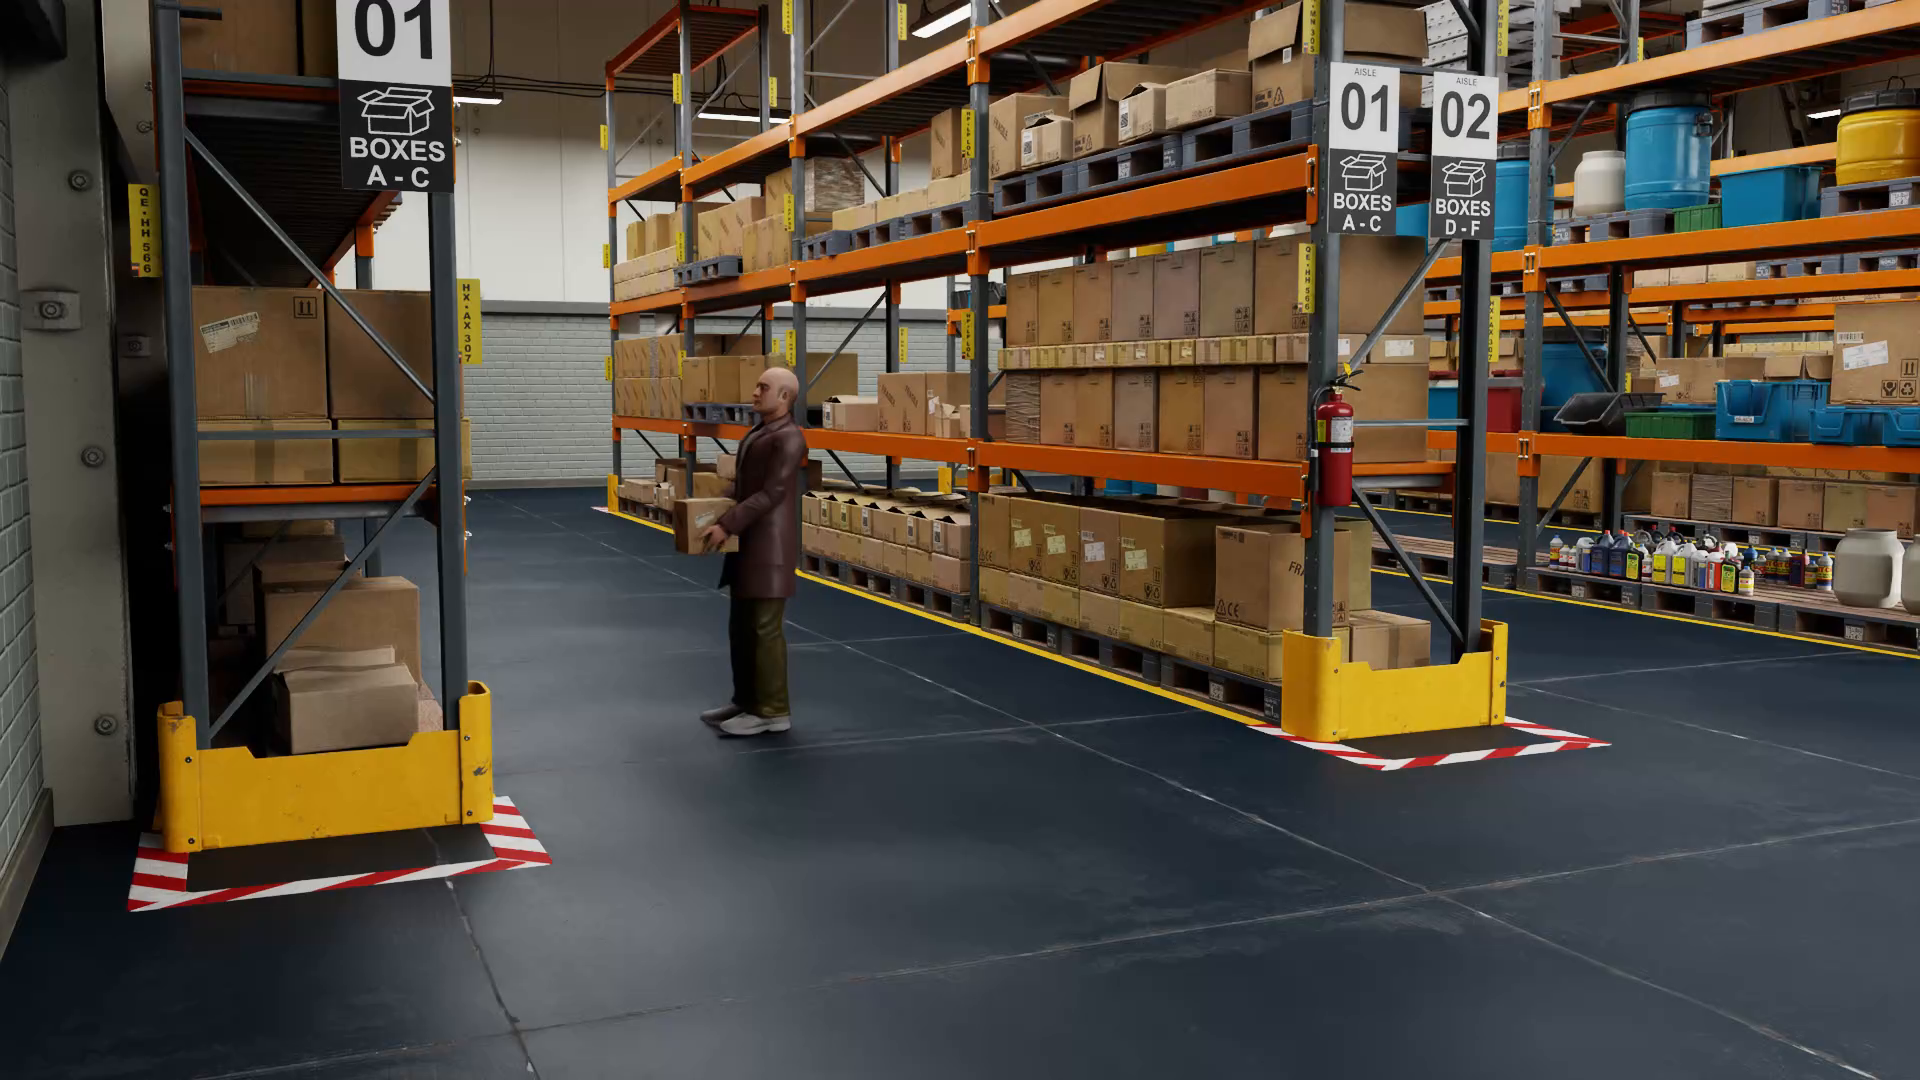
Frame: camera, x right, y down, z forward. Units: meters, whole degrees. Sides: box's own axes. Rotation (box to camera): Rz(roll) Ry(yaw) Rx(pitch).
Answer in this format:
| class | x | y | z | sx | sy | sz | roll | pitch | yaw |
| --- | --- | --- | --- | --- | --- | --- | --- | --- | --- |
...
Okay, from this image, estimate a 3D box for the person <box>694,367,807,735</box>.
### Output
| class | x | y | z | sx | sy | sz | roll | pitch | yaw |
| --- | --- | --- | --- | --- | --- | --- | --- | --- | --- |
| person | -1.046 | 0.052 | 8.108 | 0.550 | 1.779 | 0.545 | -2 | 6 | -25 |
